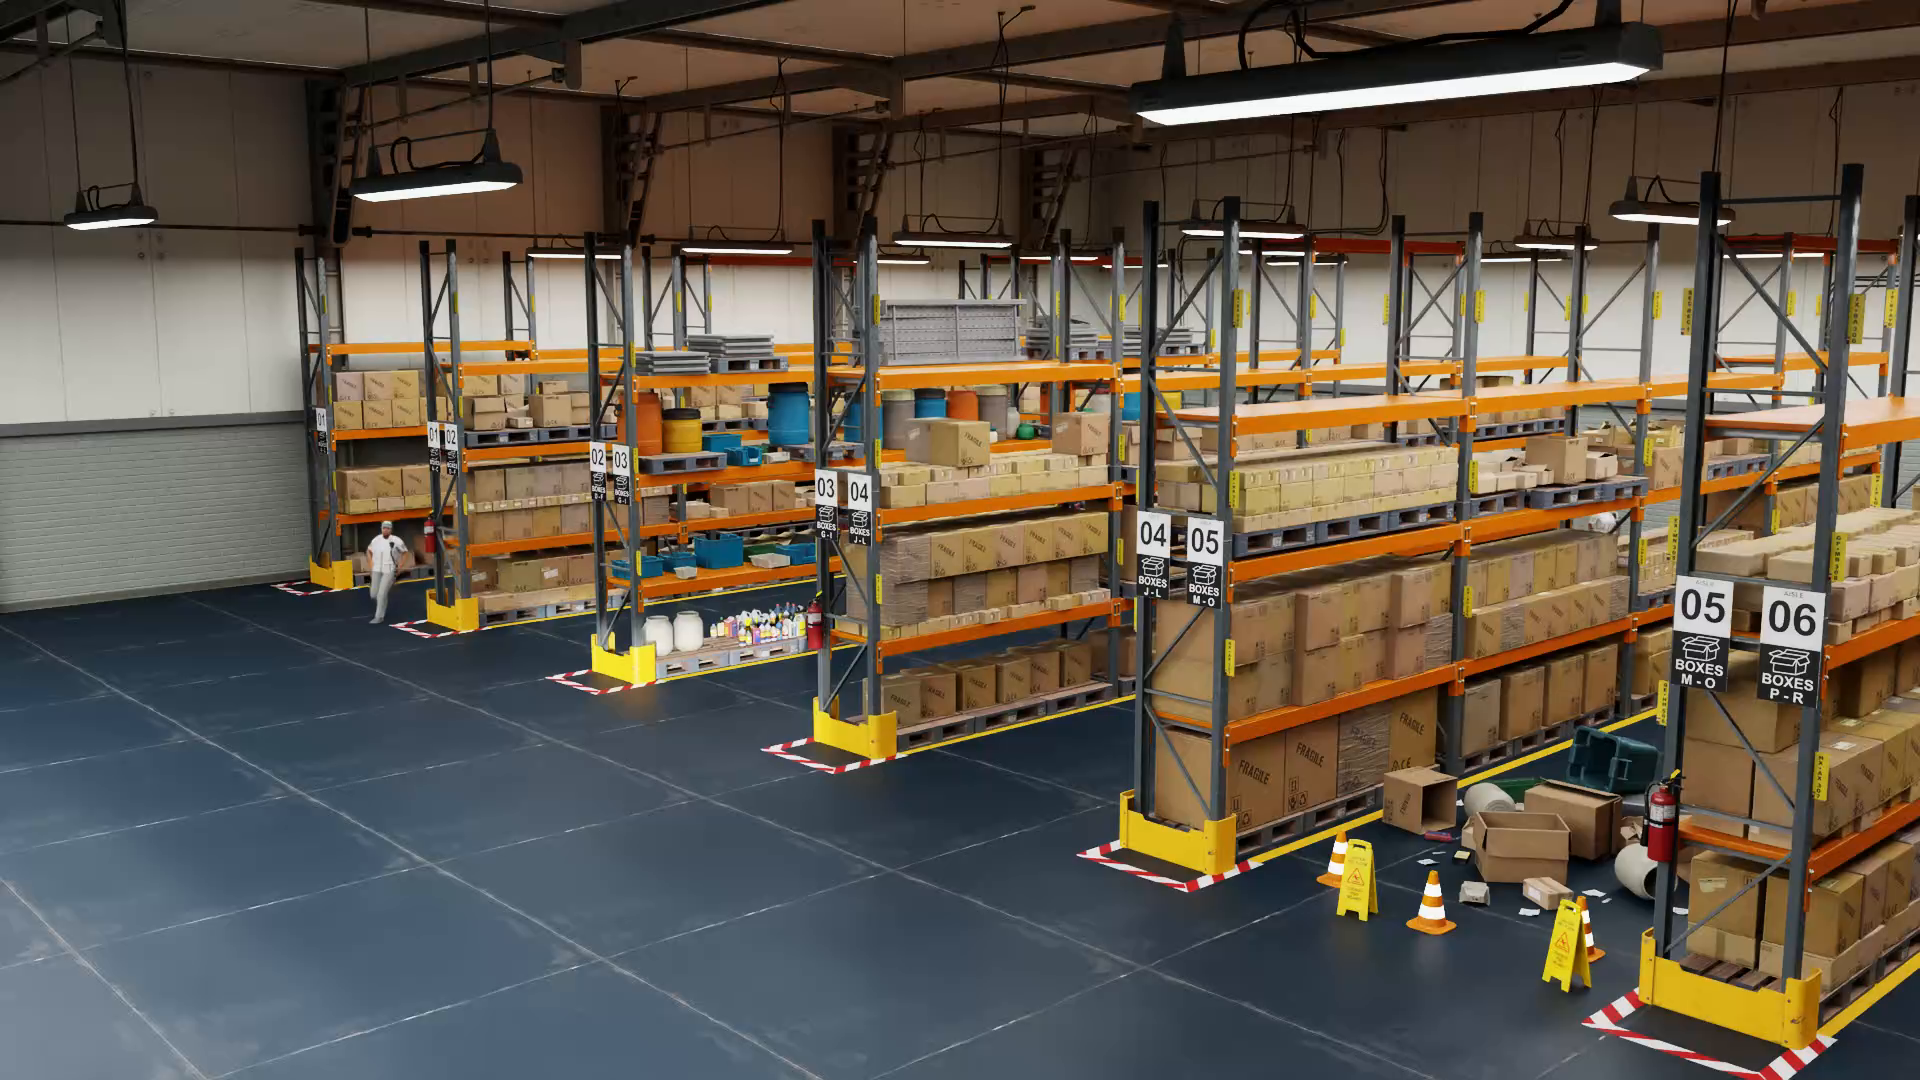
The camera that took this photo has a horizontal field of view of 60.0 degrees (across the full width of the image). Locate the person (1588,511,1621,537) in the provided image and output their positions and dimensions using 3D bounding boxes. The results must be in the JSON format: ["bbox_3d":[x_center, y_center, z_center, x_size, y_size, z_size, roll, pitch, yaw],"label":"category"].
[{"bbox_3d":[11.550,-0.006,29.787,0.581,1.661,0.682,0,8,-3],"label":"person"}]

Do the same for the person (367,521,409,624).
[{"bbox_3d":[-9.143,0.491,26.542,0.654,1.620,0.734,0,8,3],"label":"person"}]
